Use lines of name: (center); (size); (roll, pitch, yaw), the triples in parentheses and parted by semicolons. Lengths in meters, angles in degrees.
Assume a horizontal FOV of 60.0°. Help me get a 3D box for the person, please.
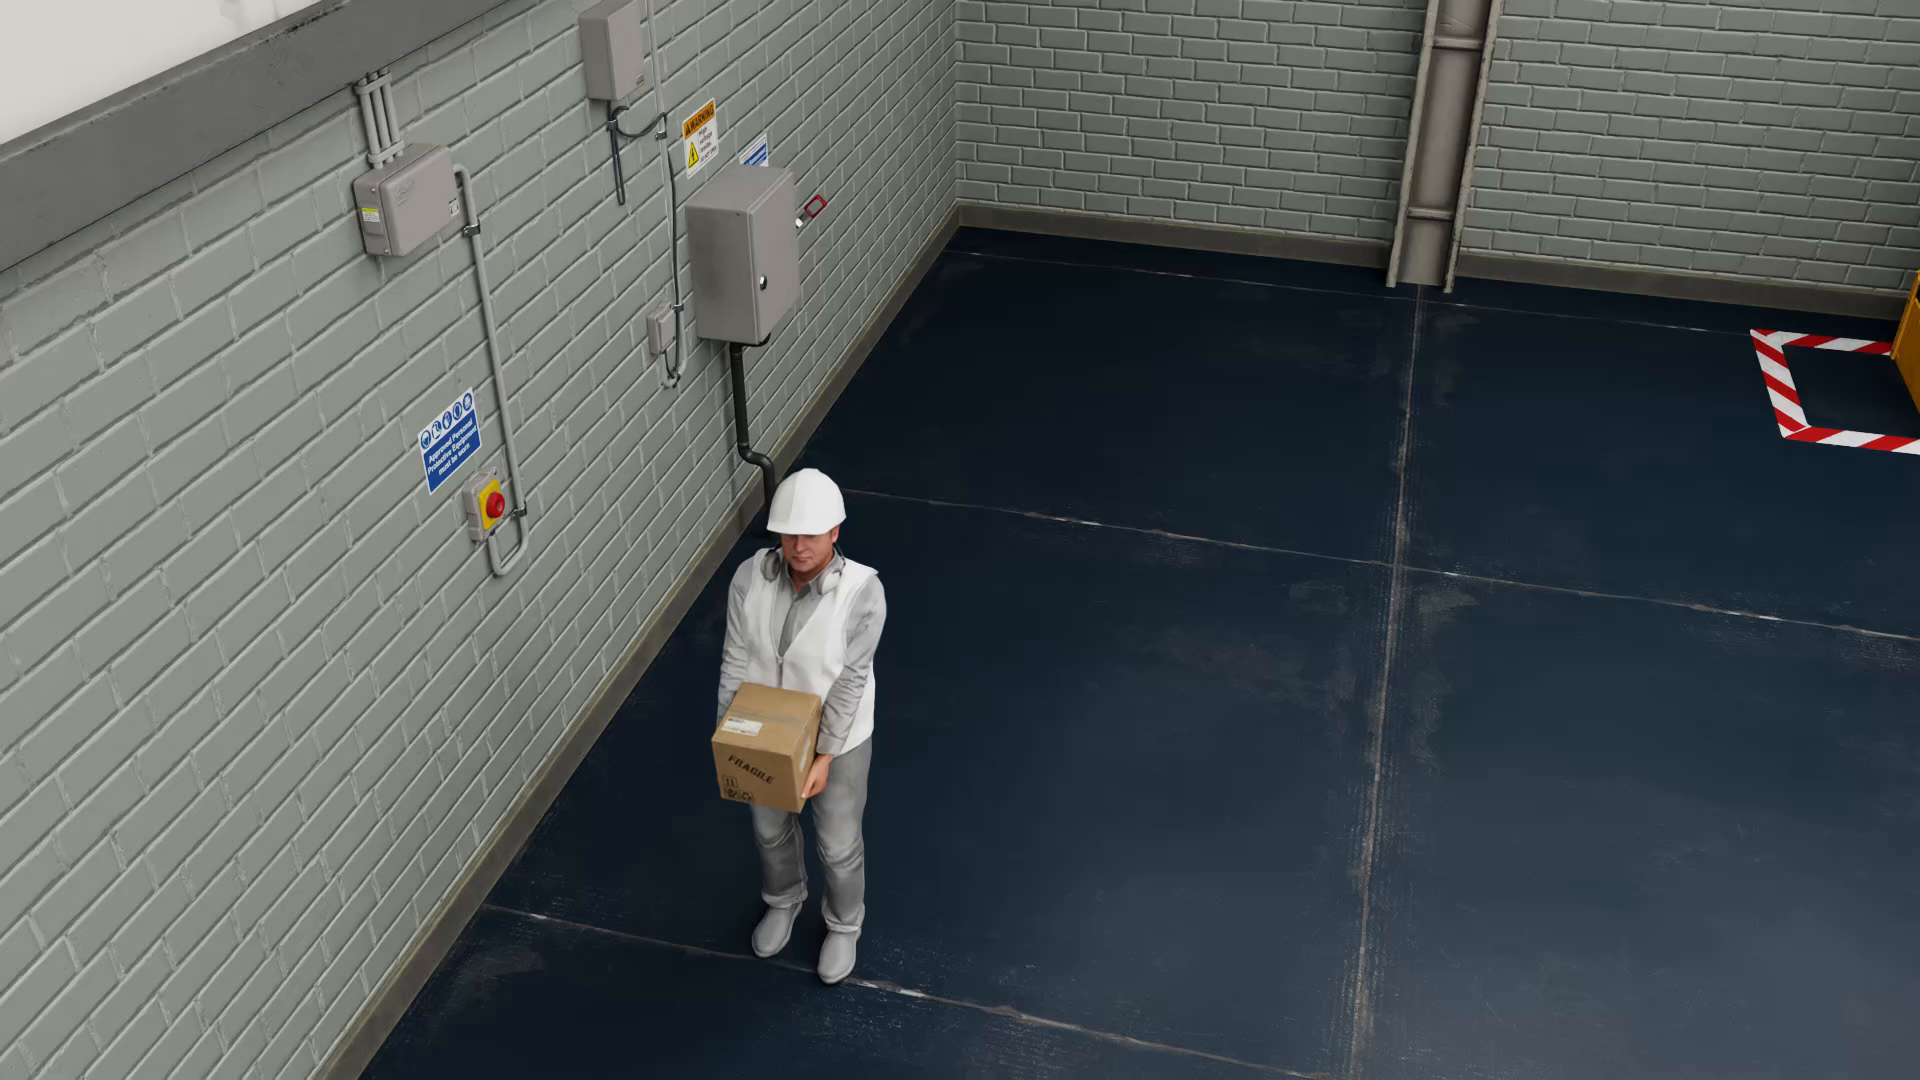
person: (-0.491, 0.635, 5.130); (0.494, 1.764, 0.556); (9, 34, 13)
